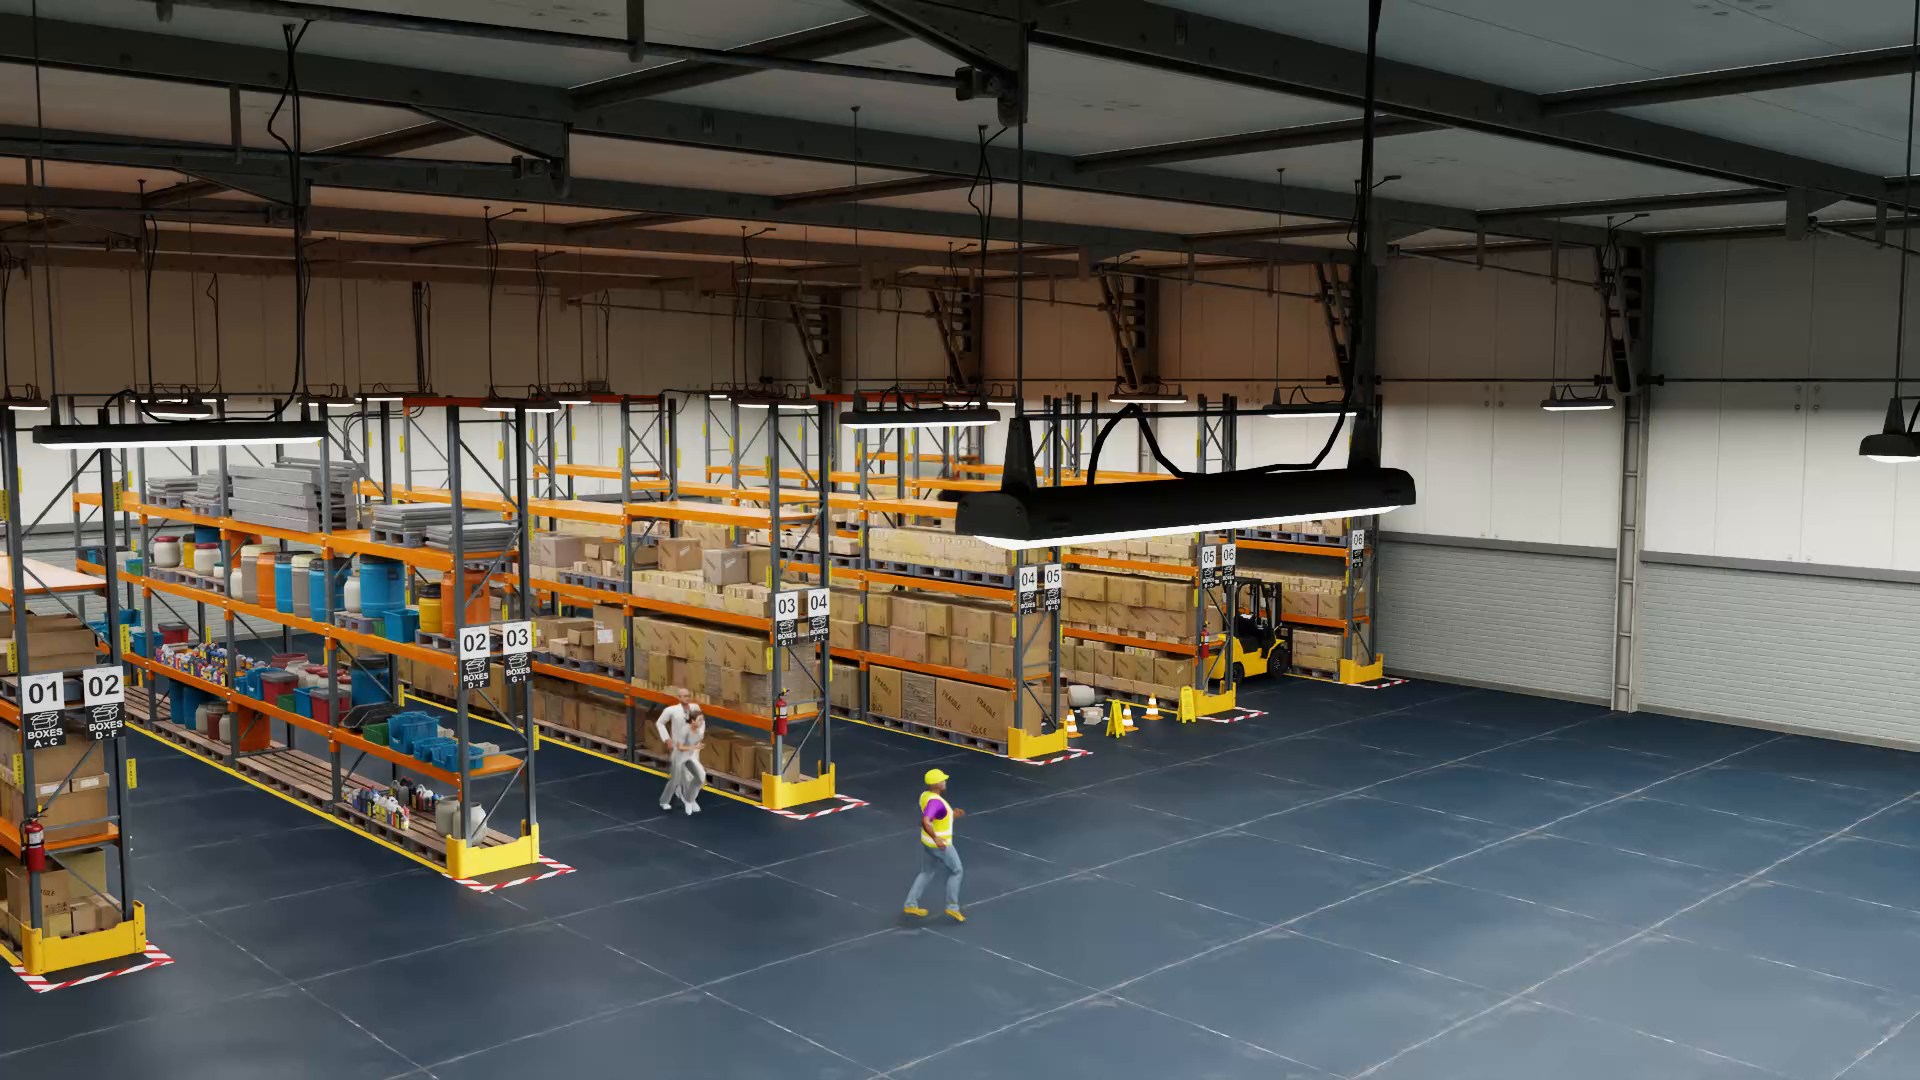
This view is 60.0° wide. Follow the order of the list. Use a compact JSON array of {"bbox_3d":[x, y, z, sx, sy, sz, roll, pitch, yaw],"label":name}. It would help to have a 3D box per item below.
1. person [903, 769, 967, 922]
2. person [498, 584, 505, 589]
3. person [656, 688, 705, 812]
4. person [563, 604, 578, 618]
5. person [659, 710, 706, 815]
[{"bbox_3d":[-0.277,3.577,19.396,0.777,1.831,0.672,-3,6,-24],"label":"person"},{"bbox_3d":[-10.571,1.840,38.238,0.667,1.680,0.664,-3,6,-27],"label":"person"},{"bbox_3d":[-4.111,3.076,24.664,0.735,1.781,0.974,-4,7,-38],"label":"person"},{"bbox_3d":[-9.497,1.618,40.968,0.533,1.530,0.558,-1,6,-6],"label":"person"},{"bbox_3d":[-4.005,3.223,24.214,0.932,1.553,0.590,4,7,33],"label":"person"}]
